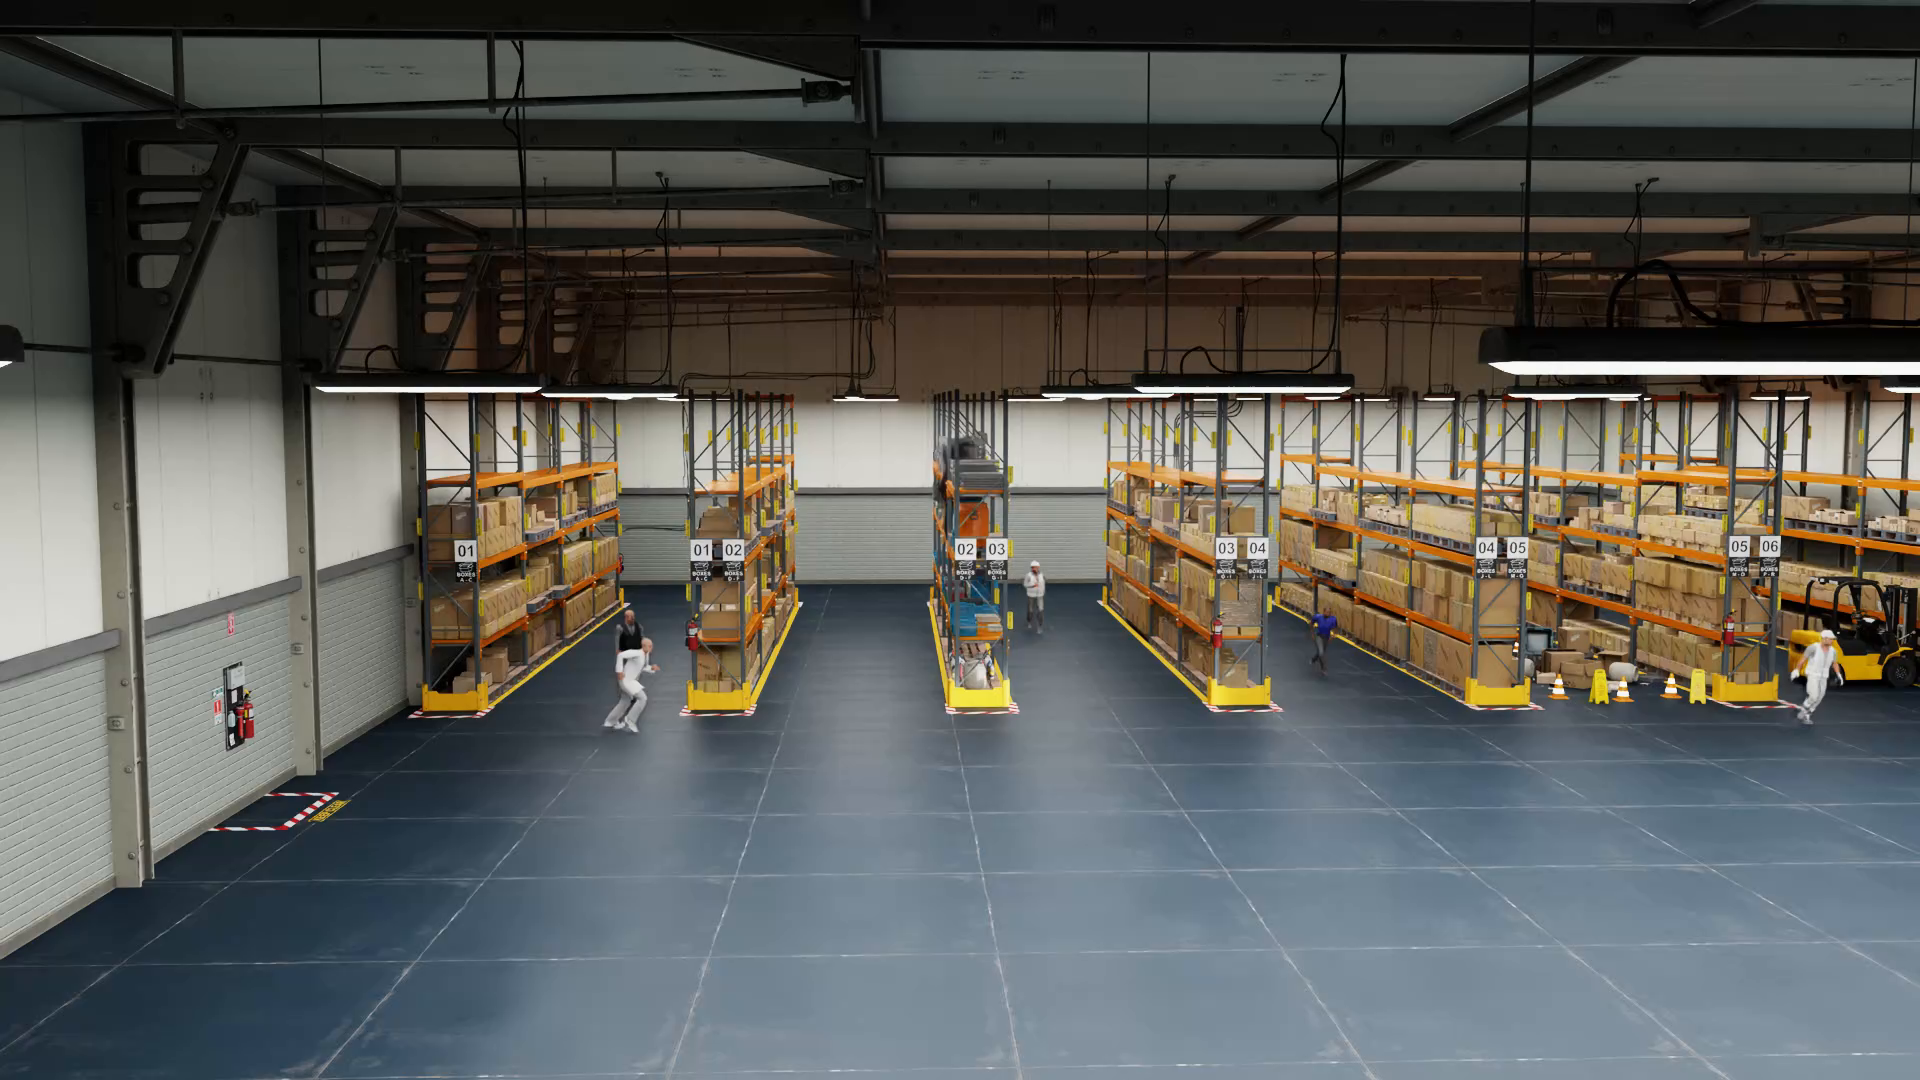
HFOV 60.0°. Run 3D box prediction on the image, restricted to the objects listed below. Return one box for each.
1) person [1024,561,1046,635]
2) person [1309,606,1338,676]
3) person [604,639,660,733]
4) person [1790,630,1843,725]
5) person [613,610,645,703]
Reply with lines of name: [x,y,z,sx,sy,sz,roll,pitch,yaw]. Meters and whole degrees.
person: [1.875,1.428,41.726,0.636,1.826,0.866,-1,5,-13]
person: [7.706,2.095,35.414,0.569,1.505,1.031,0,5,-3]
person: [-5.755,2.552,29.002,1.043,1.684,0.746,1,5,13]
person: [15.263,2.443,29.580,0.672,1.731,0.645,-1,5,-10]
person: [-6.383,2.230,32.138,0.612,1.782,0.596,-3,5,-31]
